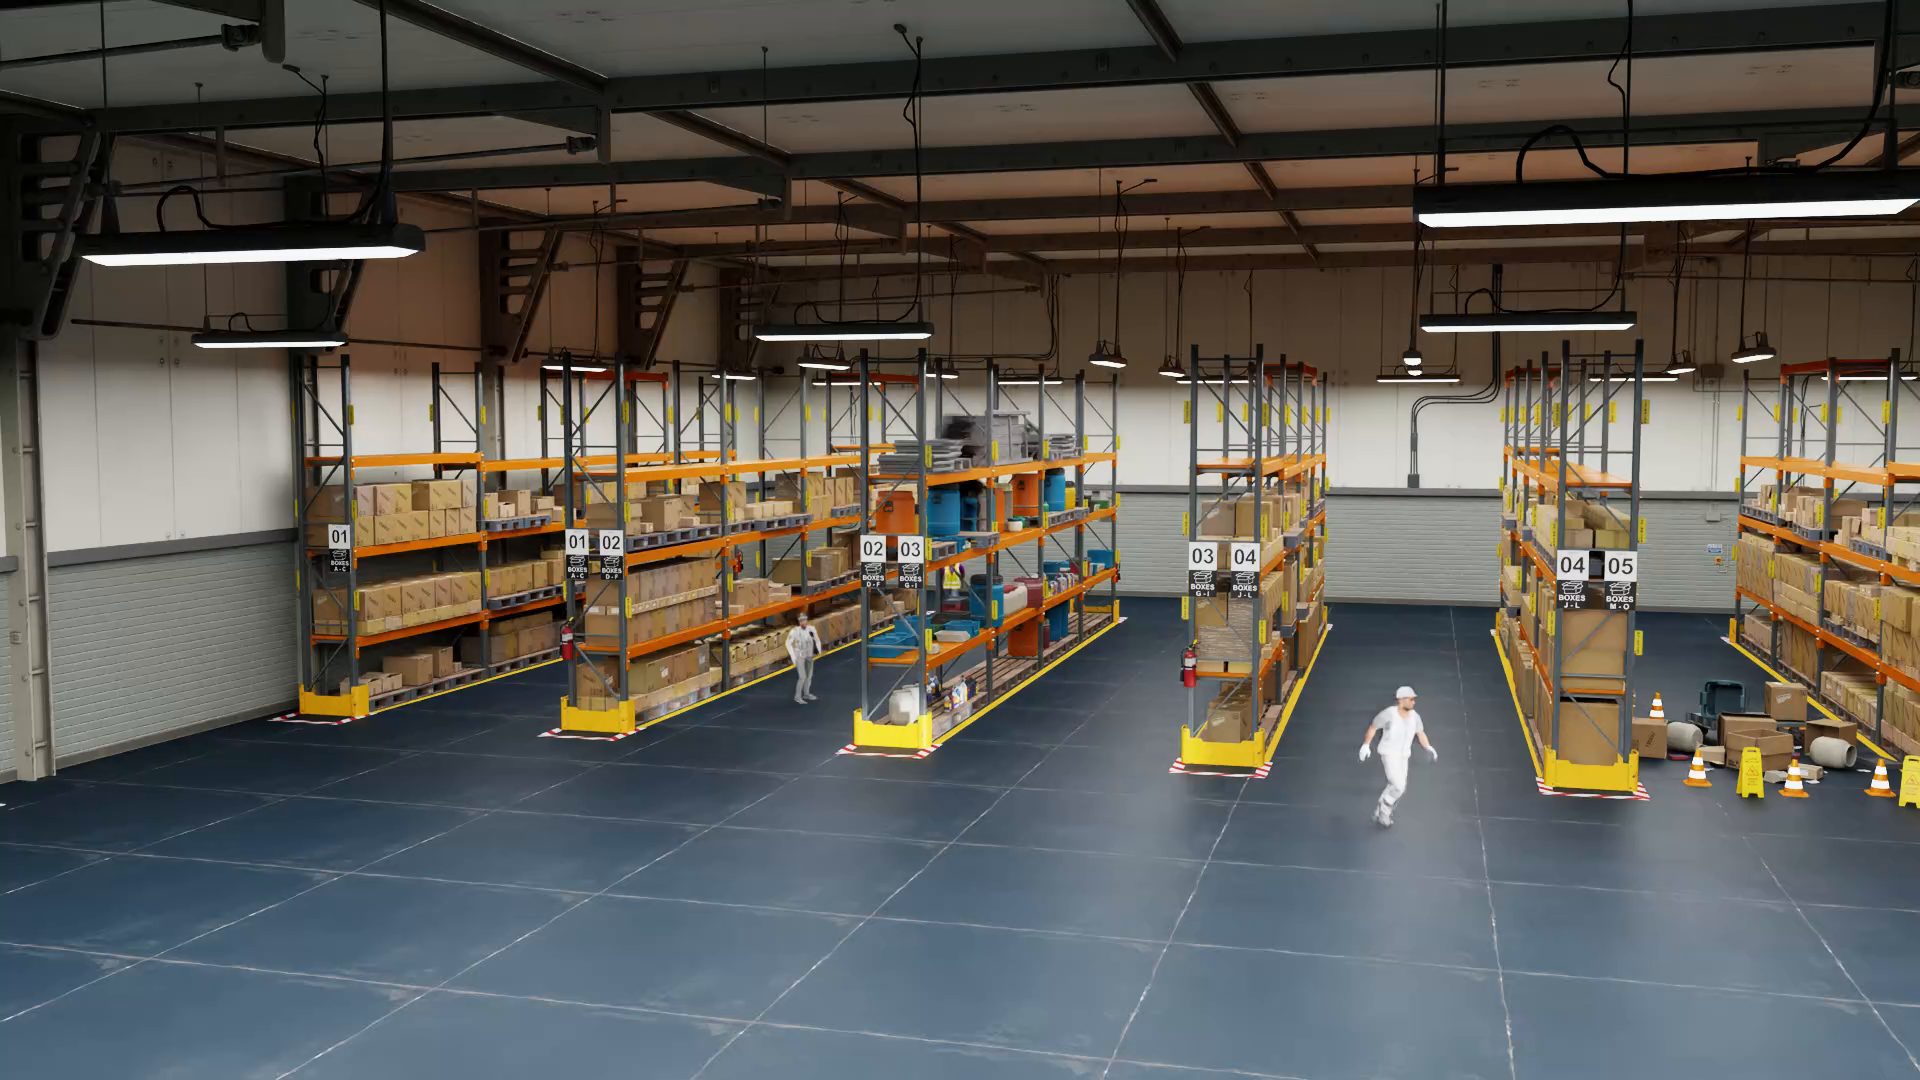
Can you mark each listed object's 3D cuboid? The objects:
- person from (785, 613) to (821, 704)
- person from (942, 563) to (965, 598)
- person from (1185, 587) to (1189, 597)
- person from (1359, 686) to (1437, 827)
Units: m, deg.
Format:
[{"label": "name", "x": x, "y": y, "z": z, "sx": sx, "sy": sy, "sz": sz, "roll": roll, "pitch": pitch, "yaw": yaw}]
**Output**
[{"label": "person", "x": -2.686, "y": 2.045, "z": 28.975, "sx": 0.636, "sy": 1.620, "sz": 0.762, "roll": -3, "pitch": 5, "yaw": -38}, {"label": "person", "x": -0.230, "y": 1.193, "z": 39.238, "sx": 0.666, "sy": 1.834, "sz": 0.768, "roll": 0, "pitch": 4, "yaw": 5}, {"label": "person", "x": 5.005, "y": 1.532, "z": 34.565, "sx": 0.677, "sy": 1.780, "sz": 0.847, "roll": 2, "pitch": 5, "yaw": 23}, {"label": "person", "x": 5.304, "y": 2.615, "z": 20.041, "sx": 0.657, "sy": 1.729, "sz": 0.790, "roll": -2, "pitch": 5, "yaw": -27}]
